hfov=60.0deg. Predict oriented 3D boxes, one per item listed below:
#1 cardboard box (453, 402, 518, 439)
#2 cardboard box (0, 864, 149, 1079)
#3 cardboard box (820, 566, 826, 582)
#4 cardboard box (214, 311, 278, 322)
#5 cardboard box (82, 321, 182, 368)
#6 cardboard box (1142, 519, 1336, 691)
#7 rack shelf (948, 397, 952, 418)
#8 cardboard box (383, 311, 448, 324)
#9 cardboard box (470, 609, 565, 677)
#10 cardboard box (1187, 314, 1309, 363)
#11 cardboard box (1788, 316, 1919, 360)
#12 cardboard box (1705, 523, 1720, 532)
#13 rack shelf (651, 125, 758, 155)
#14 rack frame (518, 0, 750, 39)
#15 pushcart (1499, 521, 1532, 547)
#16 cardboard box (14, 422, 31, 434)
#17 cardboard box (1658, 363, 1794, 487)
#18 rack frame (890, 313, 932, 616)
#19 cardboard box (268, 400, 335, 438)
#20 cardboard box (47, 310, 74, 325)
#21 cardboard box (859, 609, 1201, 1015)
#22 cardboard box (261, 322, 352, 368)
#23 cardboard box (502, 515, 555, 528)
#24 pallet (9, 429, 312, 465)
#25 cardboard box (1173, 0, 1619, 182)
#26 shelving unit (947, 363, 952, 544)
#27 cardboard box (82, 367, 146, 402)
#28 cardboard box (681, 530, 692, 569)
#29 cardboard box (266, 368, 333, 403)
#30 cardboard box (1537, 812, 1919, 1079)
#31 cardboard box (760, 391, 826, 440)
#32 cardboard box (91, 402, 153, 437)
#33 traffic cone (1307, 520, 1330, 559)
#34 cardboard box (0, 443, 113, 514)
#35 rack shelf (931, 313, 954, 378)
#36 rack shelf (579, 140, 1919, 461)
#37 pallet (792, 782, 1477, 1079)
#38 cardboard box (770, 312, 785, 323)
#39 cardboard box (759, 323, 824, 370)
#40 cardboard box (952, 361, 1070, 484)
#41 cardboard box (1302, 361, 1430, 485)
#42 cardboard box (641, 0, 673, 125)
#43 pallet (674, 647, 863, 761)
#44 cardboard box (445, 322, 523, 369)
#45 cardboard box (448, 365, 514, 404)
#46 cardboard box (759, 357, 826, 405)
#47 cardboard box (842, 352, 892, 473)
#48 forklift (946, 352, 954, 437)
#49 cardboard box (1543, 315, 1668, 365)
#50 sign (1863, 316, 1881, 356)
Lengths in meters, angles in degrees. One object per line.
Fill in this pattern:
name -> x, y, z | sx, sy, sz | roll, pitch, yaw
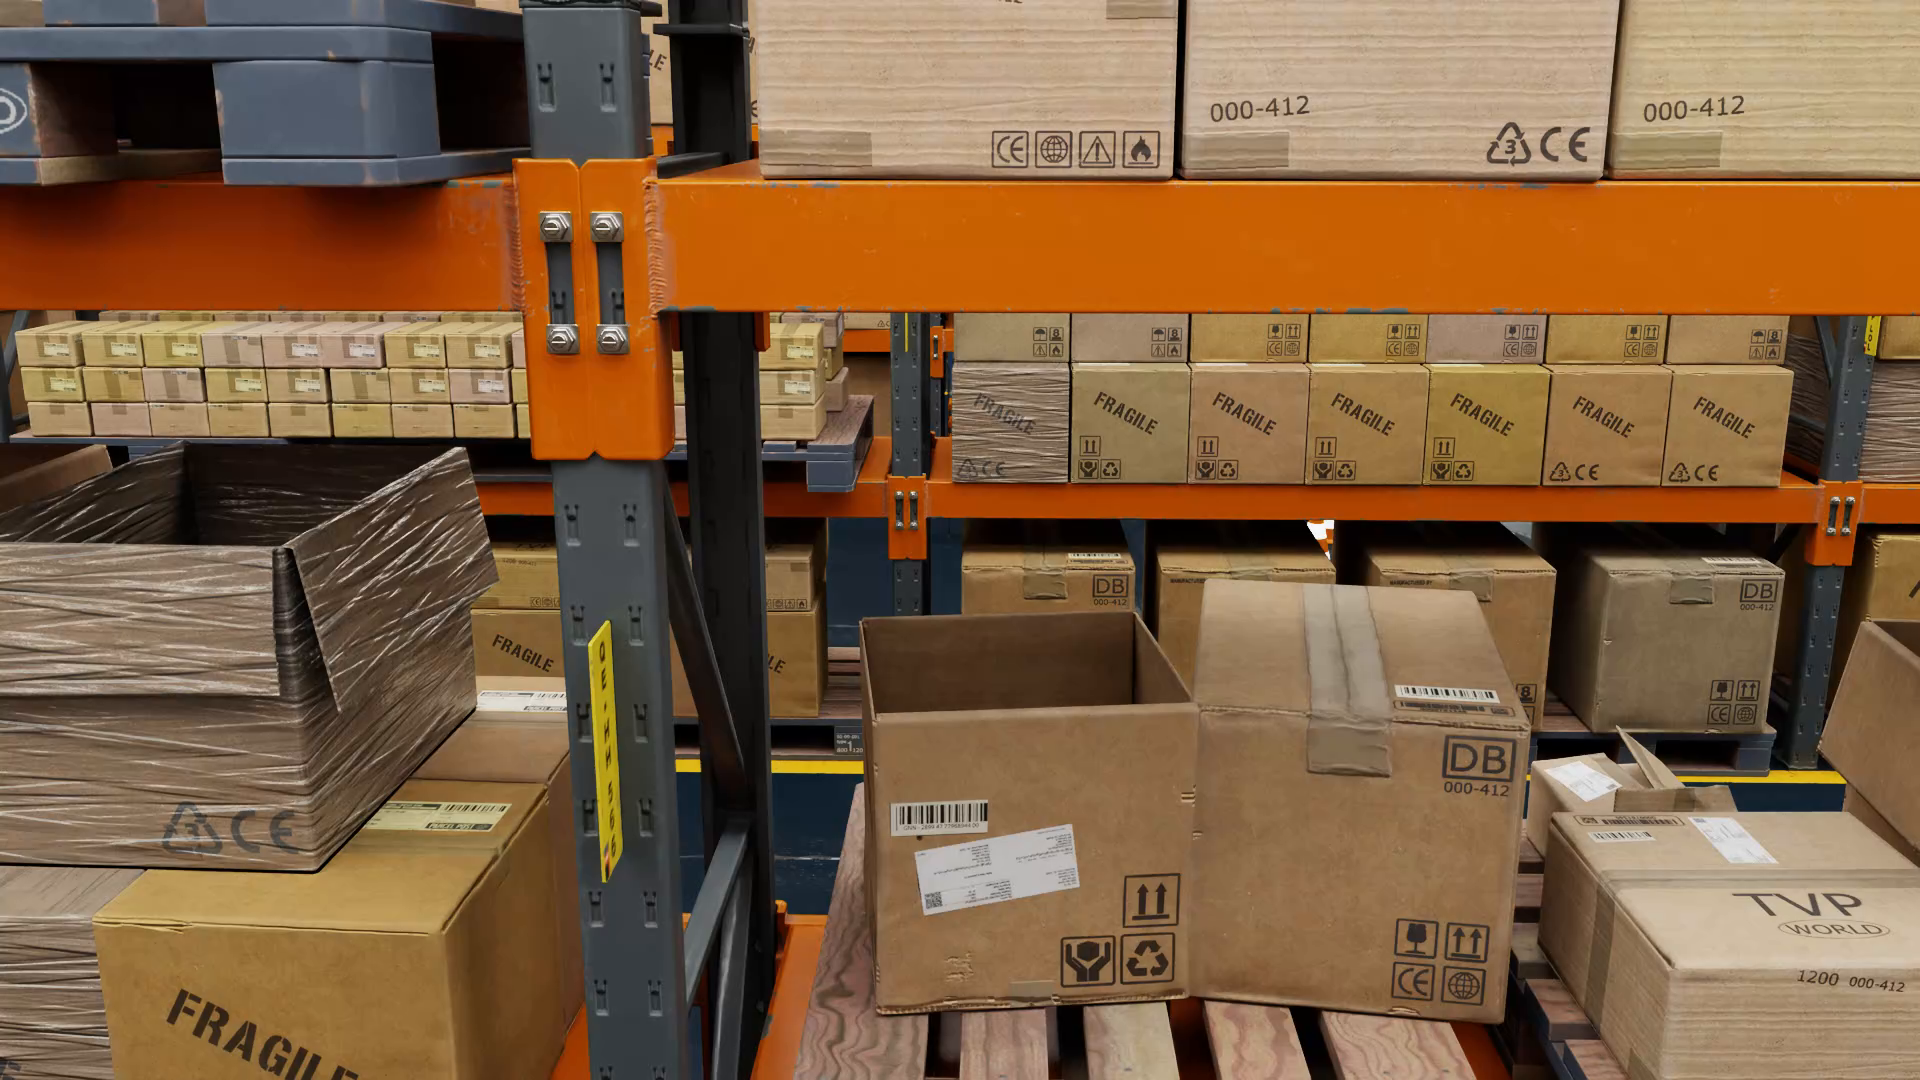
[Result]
cardboard box -> -2.006, -0.549, 7.211 | 0.250, 0.149, 0.380 | 1, 15, 3
cardboard box -> -1.445, 0.699, 2.614 | 0.500, 0.500, 0.500 | 0, 15, 1
cardboard box -> -0.920, 0.364, 8.157 | 0.500, 0.500, 0.500 | 0, 15, -1
cardboard box -> -3.285, -1.011, 7.794 | 0.250, 0.149, 0.380 | 0, 15, 0
cardboard box -> -3.557, -0.847, 7.174 | 0.250, 0.149, 0.380 | 1, 15, 3
cardboard box -> 1.261, 0.345, 7.741 | 0.750, 0.750, 1.050 | 1, 15, 2
rack shelf -> 0.014, -0.885, 11.106 | 0.180, 0.103, 0.258 | 0, 15, 1
cardboard box -> -2.509, -1.006, 7.775 | 0.250, 0.149, 0.380 | 0, 15, -1
cardboard box -> -1.932, 0.492, 7.670 | 0.500, 0.500, 0.500 | 0, 15, -1
cardboard box -> 1.248, -1.093, 7.445 | 0.500, 0.500, 0.700 | 0, 15, 1
cardboard box -> 4.148, -1.129, 7.330 | 0.550, 0.550, 0.875 | 0, 15, 1
cardboard box -> 4.841, -0.247, 11.293 | 0.500, 0.500, 0.500 | 13, 19, 40
rack shelf -> -2.218, -1.688, 7.386 | 4.000, 0.370, 1.077 | 0, 15, 1
rack frame -> -0.447, -2.208, 2.071 | 0.127, 3.000, 1.000 | 0, 15, 1
pushcart -> 3.797, 0.041, 10.446 | 0.936, 0.377, 1.648 | -5, 16, -18
cardboard box -> -4.493, -0.562, 8.082 | 0.250, 0.149, 0.380 | 1, 15, 3
cardboard box -> 3.251, -0.529, 7.271 | 0.500, 0.500, 0.500 | 0, 15, 1
rack frame -> -0.219, -0.572, 7.628 | 0.127, 3.000, 1.000 | 0, 15, 1
cardboard box -> -2.803, -0.553, 7.226 | 0.250, 0.149, 0.380 | 0, 15, -1
cardboard box -> -6.704, -1.855, 12.295 | 0.500, 0.500, 0.500 | 0, 15, 1
cardboard box -> 0.094, 0.434, 2.795 | 0.500, 0.500, 0.500 | -1, 15, -5
cardboard box -> -2.795, -0.841, 7.151 | 0.250, 0.149, 0.380 | 0, 15, 1
cardboard box -> -1.904, -0.005, 8.086 | 0.500, 0.250, 0.500 | 0, 15, 2
pallet -> -3.457, -0.463, 7.592 | 1.213, 0.211, 1.003 | 0, 15, 1
cardboard box -> 0.530, -0.614, 2.202 | 0.500, 0.250, 0.500 | 1, 15, 3
shelving unit -> 0.014, -0.580, 11.187 | 0.189, 1.200, 0.258 | 0, 15, 1
cardboard box -> -3.577, -0.702, 7.208 | 0.250, 0.149, 0.380 | 0, 15, 0
cardboard box -> -1.415, 0.133, 7.563 | 0.500, 0.250, 0.500 | 1, 15, 2
cardboard box -> -2.789, -0.698, 7.192 | 0.250, 0.149, 0.380 | 1, 15, 4
cardboard box -> 1.223, 0.631, 2.538 | 0.500, 0.250, 0.500 | 0, 15, 0
cardboard box -> -0.724, -0.540, 7.174 | 0.250, 0.149, 0.380 | 1, 15, 2
cardboard box -> -3.558, -0.559, 7.250 | 0.250, 0.149, 0.380 | 1, 15, 2
traffic cone -> 2.214, 0.020, 10.358 | 0.334, 0.463, 0.336 | 0, 15, 1
cardboard box -> -1.829, 0.145, 2.748 | 0.637, 0.503, 0.797 | 1, 15, 3
rack shelf -> 1.806, -1.474, 12.457 | 4.000, 0.370, 1.077 | 0, 15, 1
rack shelf -> 1.553, -0.397, 2.496 | 4.000, 0.370, 1.077 | 0, 15, 1
pallet -> 0.268, 0.763, 2.946 | 1.003, 0.211, 1.213 | 0, 15, 1
cardboard box -> -0.945, -0.995, 7.733 | 0.250, 0.149, 0.380 | 0, 15, 0
cardboard box -> -0.721, -0.827, 7.099 | 0.250, 0.149, 0.380 | 0, 15, -1
cardboard box -> 0.223, -0.549, 7.343 | 0.500, 0.500, 0.500 | 1, 15, 2
cardboard box -> 1.733, -0.539, 7.306 | 0.500, 0.500, 0.500 | 0, 15, 1
cardboard box -> -1.297, -2.010, 7.001 | 0.500, 0.500, 0.500 | 0, 15, 1
pallet -> -1.000, 0.771, 8.004 | 1.213, 0.211, 1.003 | 0, 15, 1
cardboard box -> -2.013, -0.836, 7.133 | 0.250, 0.149, 0.380 | 1, 15, 4
cardboard box -> -2.014, -0.692, 7.170 | 0.250, 0.149, 0.380 | 1, 15, 3
cardboard box -> -0.725, -0.684, 7.140 | 0.250, 0.149, 0.380 | 1, 15, 3
cardboard box -> -0.882, -1.036, 12.730 | 0.875, 0.875, 0.875 | 0, 15, 1
forklift -> 1.413, -2.193, 13.907 | 3.031, 2.935, 1.130 | 1, 15, 2
cardboard box -> 2.769, -1.082, 7.406 | 0.500, 0.500, 0.700 | 0, 15, 0
sign -> 3.776, -0.929, 6.867 | 0.005, 0.325, 0.100 | 0, 15, 1
